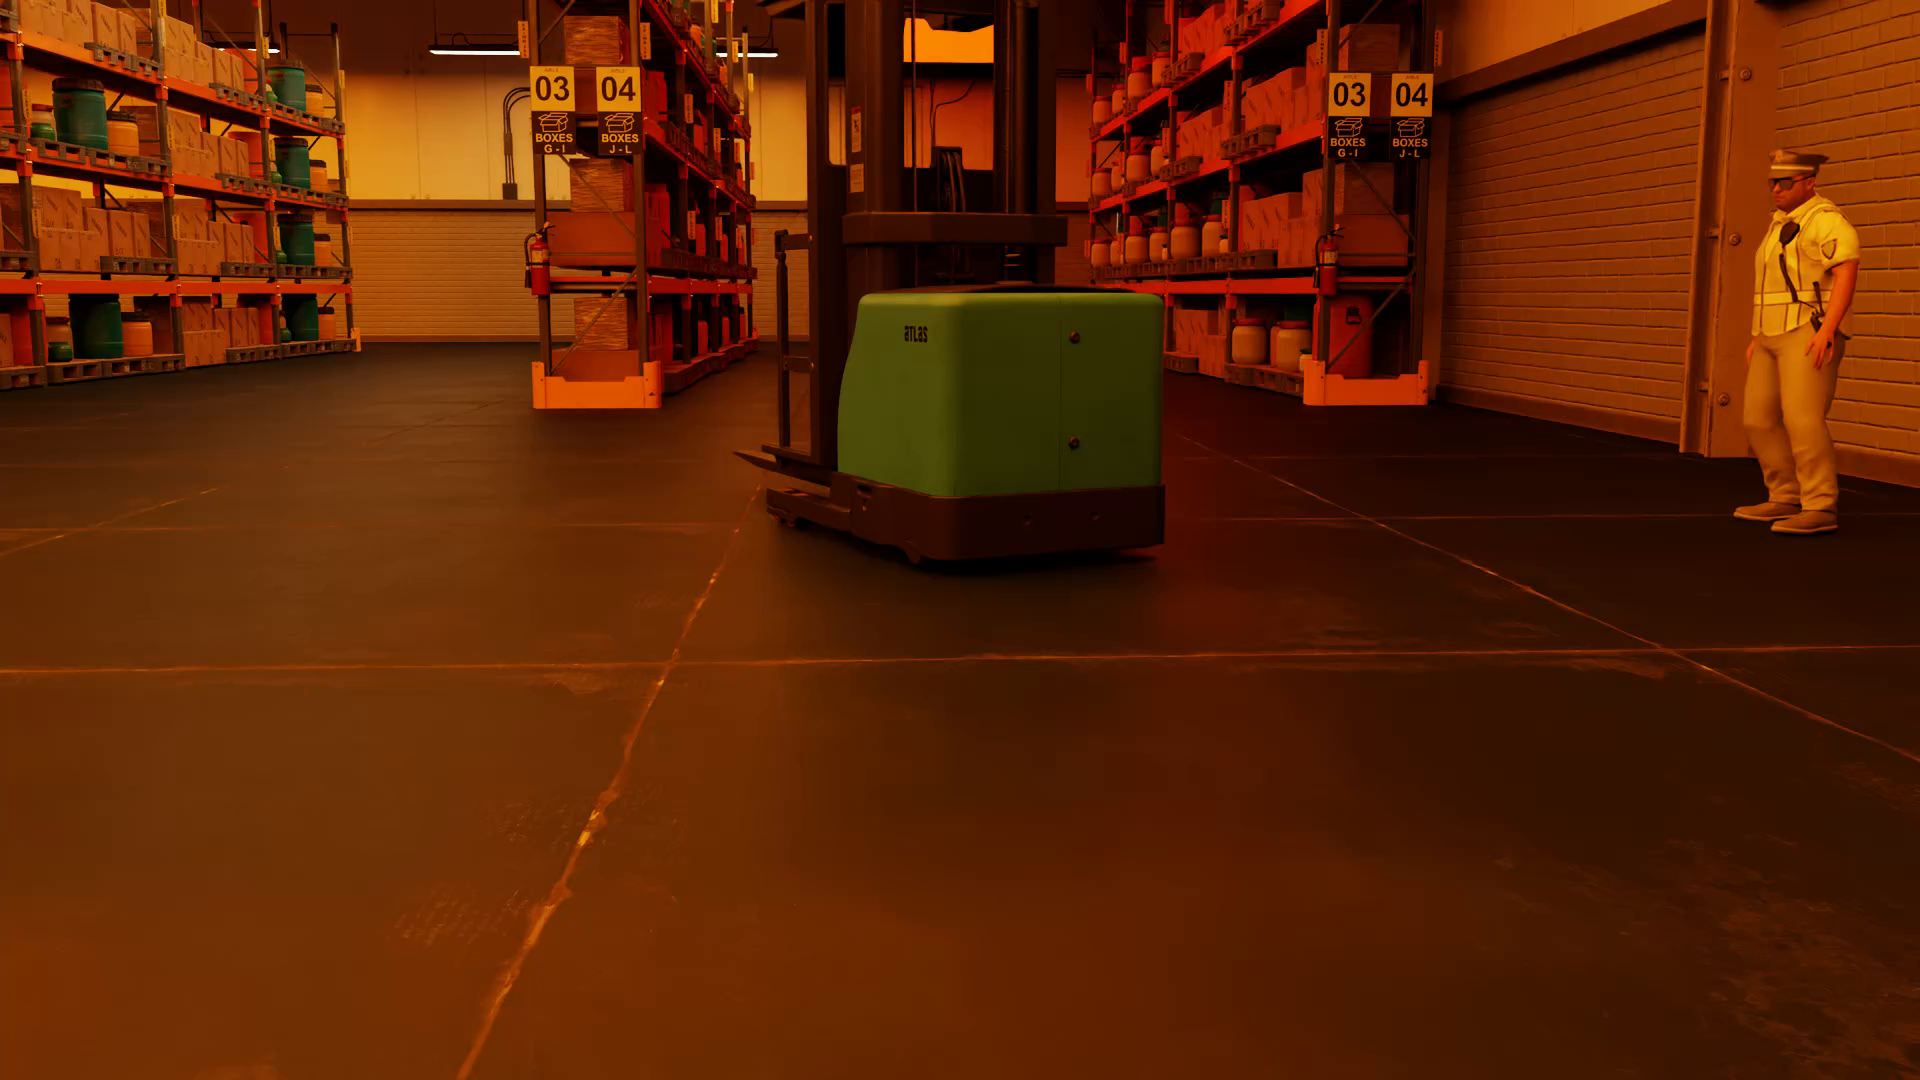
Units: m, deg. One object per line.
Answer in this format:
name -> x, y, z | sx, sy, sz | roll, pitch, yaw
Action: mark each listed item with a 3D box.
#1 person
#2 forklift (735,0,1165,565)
person -> 3.849, -0.928, 7.685 | 0.451, 1.727, 0.762 | -1, 8, -5
forklift -> -0.264, -1.530, 7.637 | 1.130, 2.935, 3.031 | -4, 9, -25
